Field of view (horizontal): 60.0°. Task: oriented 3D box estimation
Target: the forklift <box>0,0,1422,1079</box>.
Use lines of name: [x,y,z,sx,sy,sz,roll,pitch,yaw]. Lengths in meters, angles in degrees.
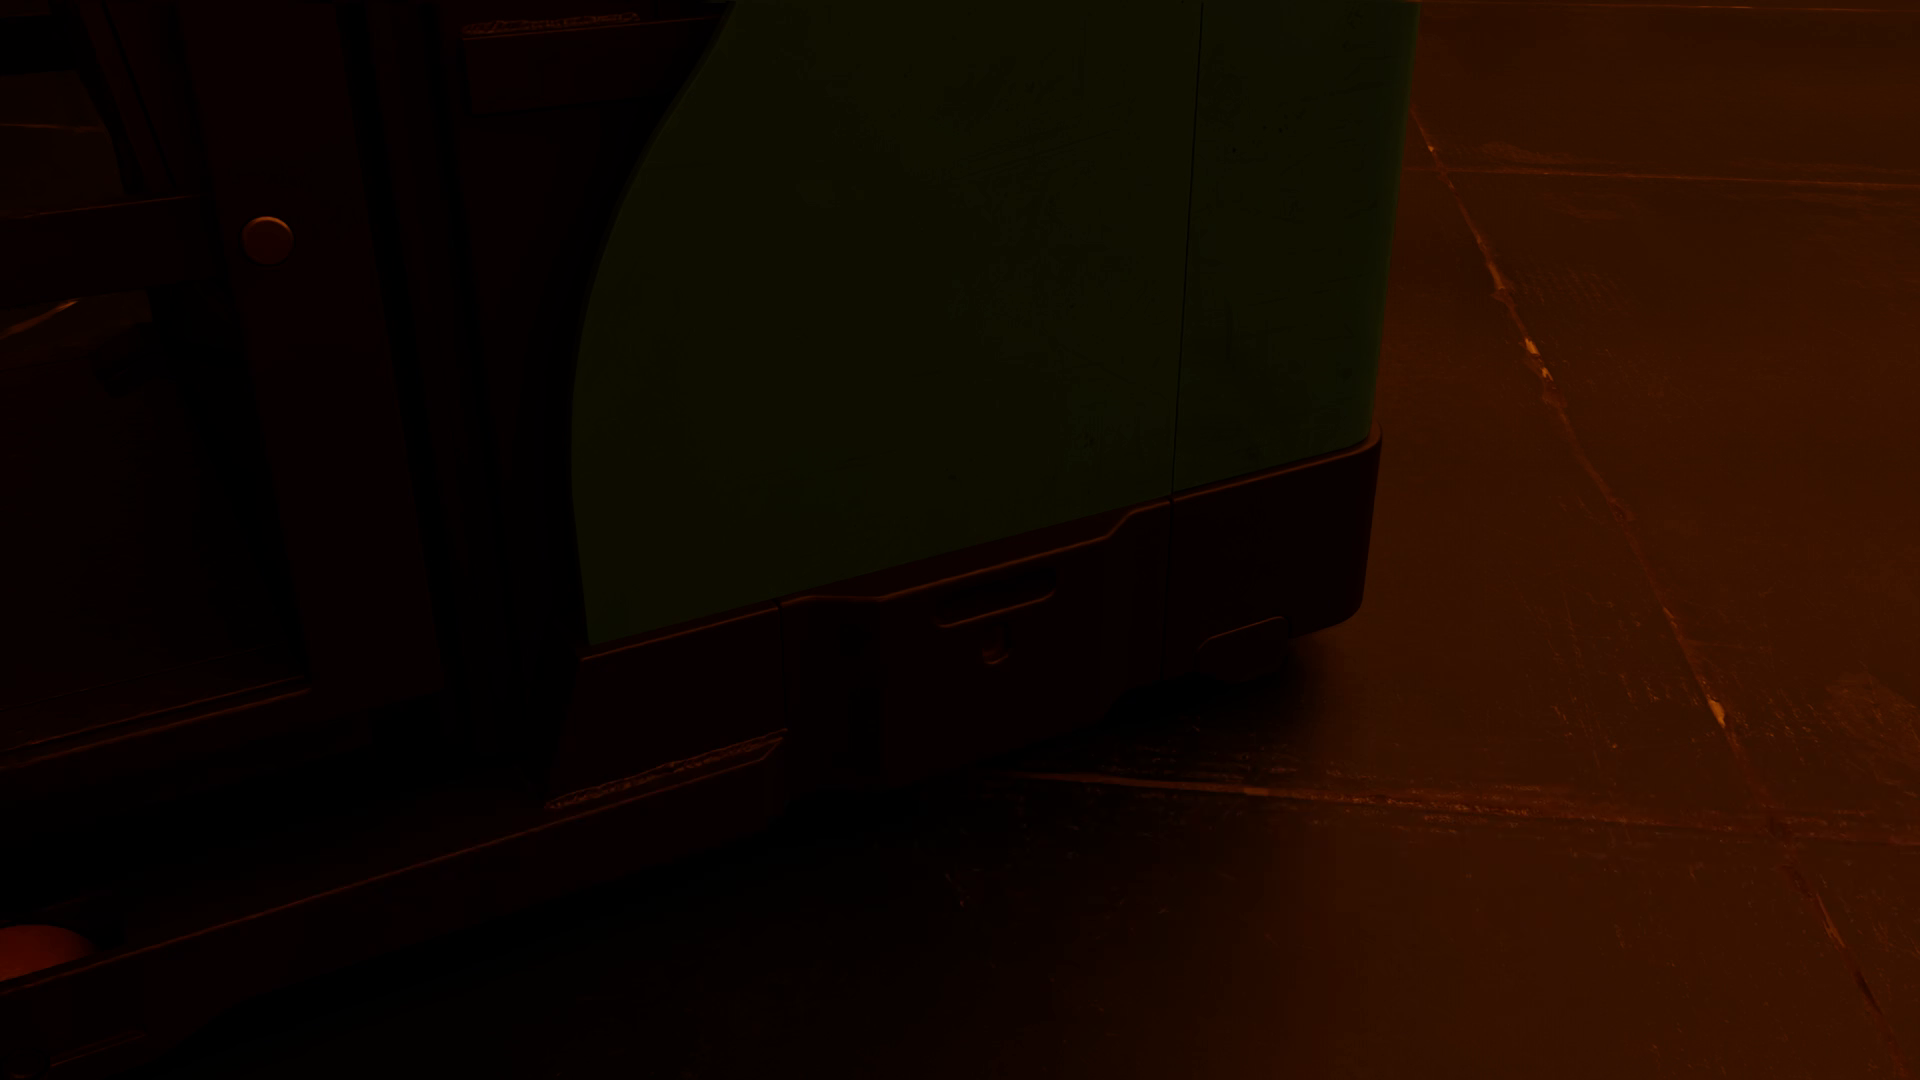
forklift: [-1.005,-1.026,1.273,3.031,2.935,1.130,-14,30,-27]
